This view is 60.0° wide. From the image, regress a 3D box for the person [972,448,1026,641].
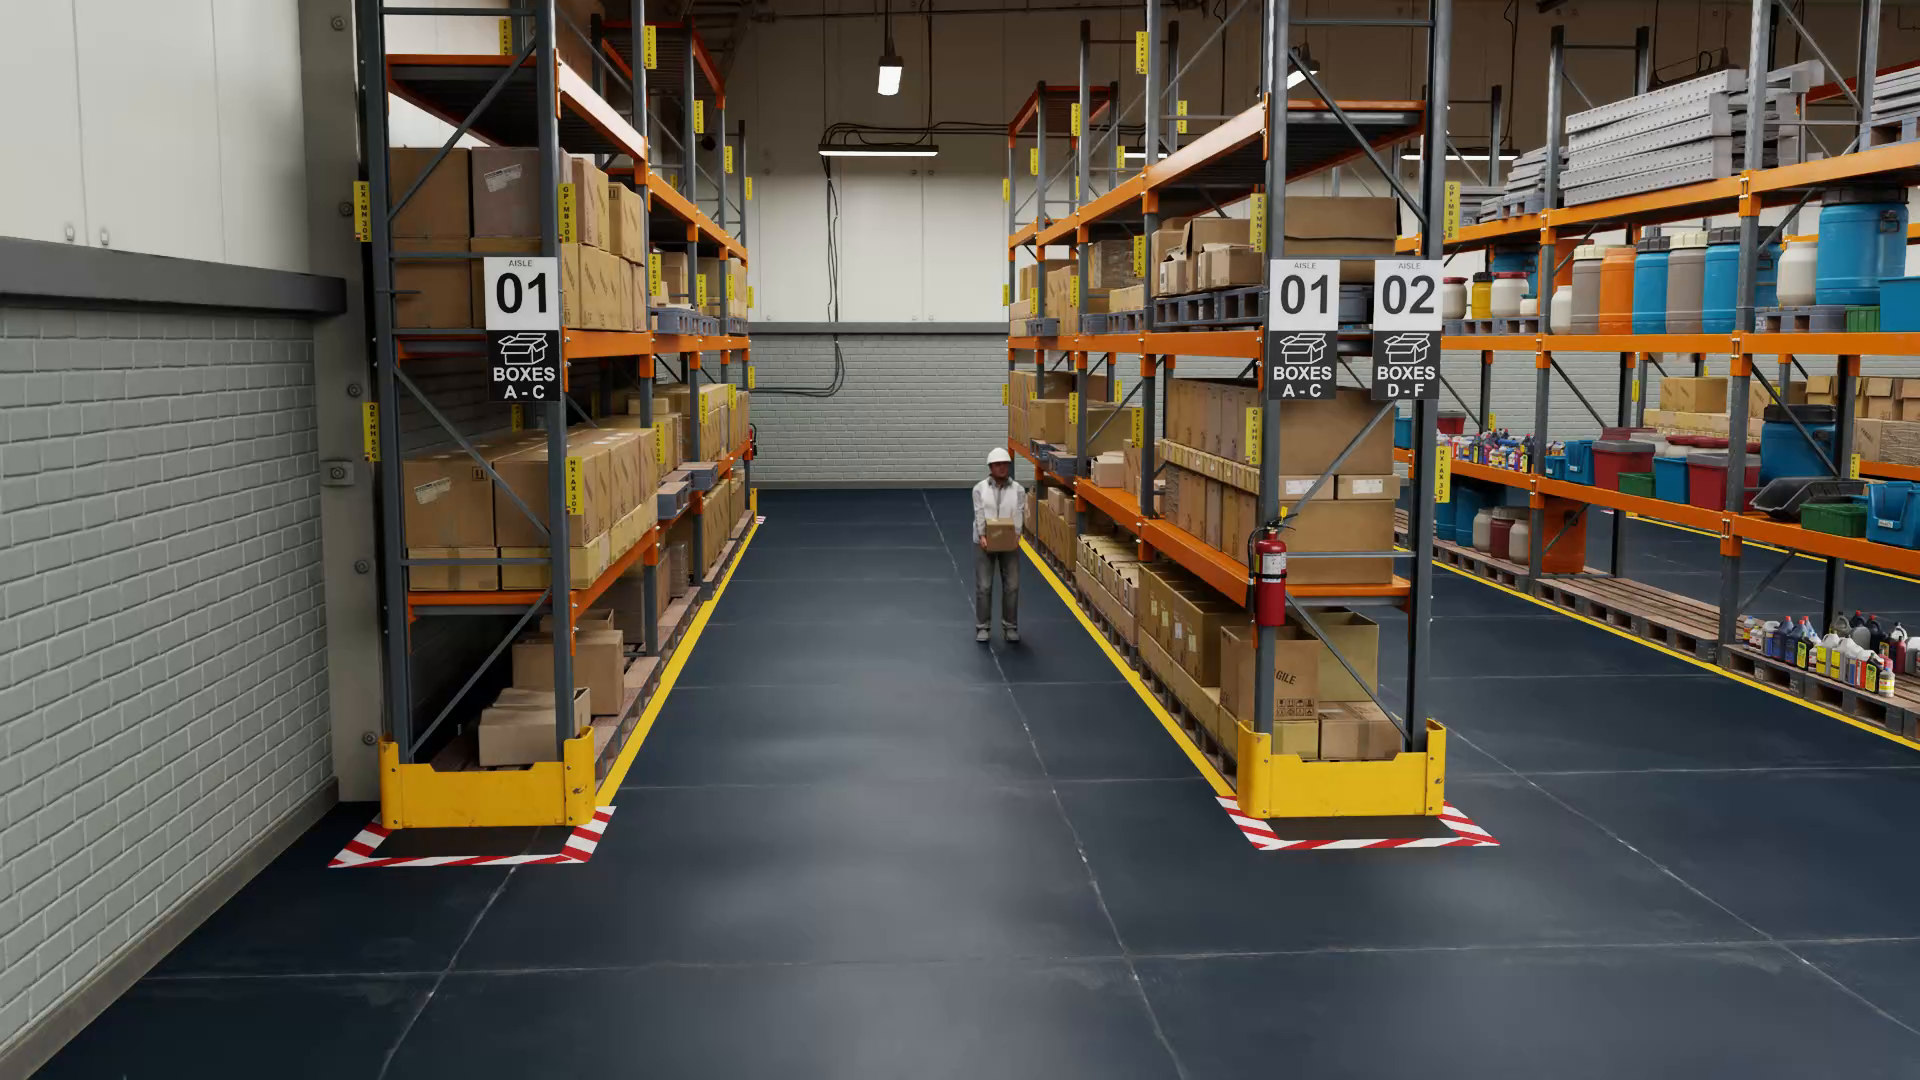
[{"bbox_3d":[0.365,0.051,15.222,0.495,1.771,0.550,0,7,-4],"label":"person"}]
